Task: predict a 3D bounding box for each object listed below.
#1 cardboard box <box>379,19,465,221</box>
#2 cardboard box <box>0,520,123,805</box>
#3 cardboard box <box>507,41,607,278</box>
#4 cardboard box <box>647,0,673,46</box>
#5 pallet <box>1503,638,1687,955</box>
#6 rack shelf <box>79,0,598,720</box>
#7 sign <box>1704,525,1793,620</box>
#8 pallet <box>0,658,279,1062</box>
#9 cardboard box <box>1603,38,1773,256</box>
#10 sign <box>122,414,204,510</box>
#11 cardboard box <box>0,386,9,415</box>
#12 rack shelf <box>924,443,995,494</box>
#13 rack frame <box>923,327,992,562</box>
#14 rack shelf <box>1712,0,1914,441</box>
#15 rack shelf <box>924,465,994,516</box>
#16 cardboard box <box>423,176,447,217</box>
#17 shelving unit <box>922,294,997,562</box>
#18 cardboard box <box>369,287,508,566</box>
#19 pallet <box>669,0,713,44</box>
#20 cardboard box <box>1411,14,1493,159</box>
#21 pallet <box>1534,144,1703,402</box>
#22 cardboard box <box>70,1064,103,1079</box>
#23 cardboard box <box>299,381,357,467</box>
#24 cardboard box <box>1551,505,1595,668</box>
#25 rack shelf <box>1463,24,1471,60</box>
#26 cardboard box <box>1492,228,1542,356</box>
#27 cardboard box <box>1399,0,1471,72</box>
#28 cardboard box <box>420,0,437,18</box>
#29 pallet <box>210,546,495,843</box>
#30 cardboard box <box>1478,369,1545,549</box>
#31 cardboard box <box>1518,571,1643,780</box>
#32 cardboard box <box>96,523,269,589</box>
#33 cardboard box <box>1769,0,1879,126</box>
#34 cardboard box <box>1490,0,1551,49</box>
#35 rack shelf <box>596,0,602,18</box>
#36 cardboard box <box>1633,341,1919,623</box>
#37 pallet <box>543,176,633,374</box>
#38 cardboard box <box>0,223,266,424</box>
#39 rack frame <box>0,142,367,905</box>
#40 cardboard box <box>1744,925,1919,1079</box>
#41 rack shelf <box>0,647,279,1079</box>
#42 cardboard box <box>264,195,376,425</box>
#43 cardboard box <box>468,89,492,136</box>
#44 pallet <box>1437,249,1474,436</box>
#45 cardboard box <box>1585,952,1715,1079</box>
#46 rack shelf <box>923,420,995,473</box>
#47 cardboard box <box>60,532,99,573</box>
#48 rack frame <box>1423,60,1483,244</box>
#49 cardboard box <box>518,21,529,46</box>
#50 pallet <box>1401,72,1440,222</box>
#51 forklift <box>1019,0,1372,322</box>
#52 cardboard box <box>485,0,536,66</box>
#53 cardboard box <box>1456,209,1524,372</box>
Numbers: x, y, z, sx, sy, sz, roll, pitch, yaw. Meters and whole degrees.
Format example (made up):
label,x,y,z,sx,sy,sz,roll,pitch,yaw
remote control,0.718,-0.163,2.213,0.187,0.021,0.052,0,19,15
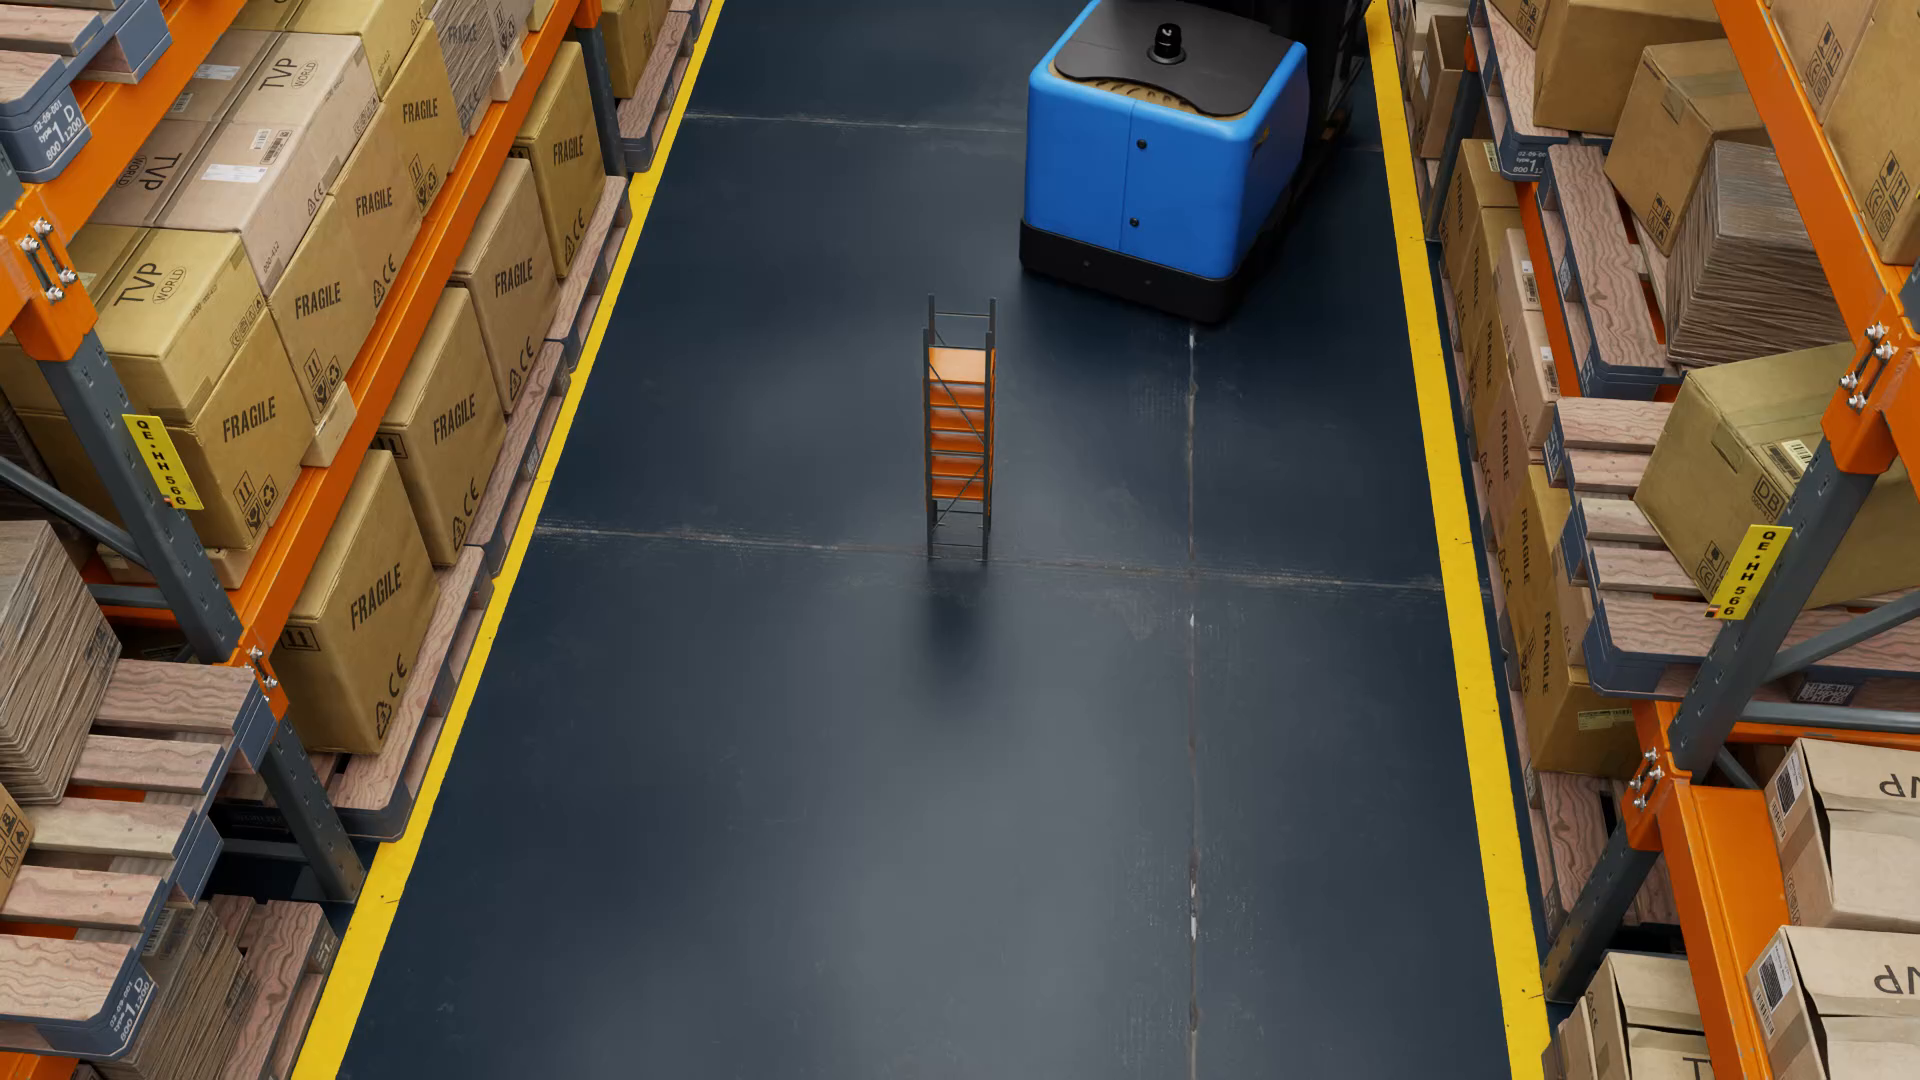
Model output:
label,x,y,z,sx,sy,sz,roll,pitch,yaw
cardboard box,-2.094,-1.470,5.779,0.500,0.500,0.500,5,48,5
cardboard box,-2.569,0.307,4.071,0.700,0.500,0.500,-1,48,-1
cardboard box,-2.102,-1.726,7.468,0.750,0.750,0.750,4,48,4
cardboard box,-1.952,-3.006,8.876,0.700,0.500,0.500,3,48,3
pallet,2.503,0.868,5.813,1.003,0.211,1.213,4,48,4
rack shelf,-2.354,-1.084,6.196,1.077,0.370,4.000,4,48,4
sign,1.856,0.080,3.913,0.100,0.325,0.005,4,48,4
pallet,-2.495,0.738,4.172,1.213,0.211,1.003,4,48,4
cardboard box,2.662,-1.339,5.590,0.700,0.500,0.500,-7,48,-6
sign,-1.995,-0.192,4.161,0.100,0.325,0.005,4,48,4
cardboard box,-2.753,-0.602,4.477,0.500,0.250,0.500,5,48,5
rack shelf,-0.001,-0.283,6.419,0.258,0.103,0.180,4,48,4
rack frame,-0.010,-0.327,6.236,0.240,1.200,0.006,4,48,4
rack shelf,2.579,-1.766,4.787,1.077,0.370,4.000,4,48,4
rack shelf,-0.001,-0.202,6.507,0.258,0.103,0.180,4,48,4
cardboard box,-2.116,-1.326,6.087,0.380,0.149,0.250,5,48,5
shelving unit,-0.001,-0.394,6.298,0.258,1.200,0.189,4,48,4
cardboard box,-2.252,-0.448,6.299,0.750,0.750,0.750,4,48,3
pallet,-1.916,-3.308,9.632,1.003,0.211,1.213,4,48,4
cardboard box,2.531,-2.209,8.133,0.500,0.500,0.500,4,48,4
pallet,2.570,-0.891,5.662,1.003,0.211,1.213,4,48,4
cardboard box,-2.713,1.741,4.520,0.700,0.500,0.500,4,48,3
cardboard box,-2.135,-0.380,5.221,0.380,0.149,0.250,5,48,5
cardboard box,2.250,0.171,5.449,0.500,0.250,0.500,6,48,5
rack shelf,2.944,-3.693,8.582,1.077,0.370,4.000,4,48,4
cardboard box,2.384,-0.950,6.474,0.500,0.250,0.500,4,48,4
cardboard box,2.599,-2.696,8.707,0.500,0.311,0.500,4,48,4
cardboard box,-2.062,-2.080,5.829,0.500,0.250,0.500,5,48,4
pallet,-2.389,0.510,6.141,1.003,0.211,1.213,4,48,4
cardboard box,2.338,-0.301,6.388,0.500,0.500,0.500,2,48,2
cardboard box,2.249,0.465,5.687,0.500,0.500,0.500,6,48,5
cardboard box,-2.276,-0.005,4.879,0.380,0.149,0.250,3,48,3
cardboard box,2.450,-1.270,3.779,0.910,0.500,0.500,4,48,4
cardboard box,2.496,-2.308,6.476,0.700,0.500,0.500,-11,48,-10
rack shelf,-1.989,-4.023,8.885,1.077,0.370,4.000,4,48,4
cardboard box,2.342,-0.173,4.523,0.700,0.500,0.500,-11,48,-10
pallet,-2.167,-1.283,7.781,1.003,0.211,1.213,4,48,4
cardboard box,-2.235,-0.589,4.464,0.500,0.250,0.500,5,48,4
rack frame,-2.536,0.143,4.587,1.000,3.000,0.127,4,48,4
cardboard box,2.123,1.148,3.728,0.500,0.311,0.500,3,48,3
rack shelf,-2.719,1.855,3.508,1.077,0.370,4.000,4,48,4
cardboard box,-2.180,-0.722,5.095,0.500,0.500,0.500,5,48,5
cardboard box,-2.043,-1.703,6.432,0.380,0.149,0.250,4,48,4
pallet,2.725,-0.925,7.453,1.003,0.211,1.213,4,48,4
cardboard box,2.057,1.435,4.603,0.500,0.311,0.500,5,48,5
rack shelf,-0.001,-0.364,6.330,0.258,0.103,0.180,4,48,4
cardboard box,-2.762,-0.036,4.906,0.380,0.149,0.250,5,48,4
rack frame,2.762,-2.466,6.973,1.000,3.000,0.127,4,48,4
cardboard box,-1.989,-2.077,6.773,0.380,0.149,0.250,5,48,5
pallet,2.825,-2.029,8.463,1.003,0.211,1.213,4,48,4
forklift,1.381,-3.076,7.577,1.130,2.935,3.031,20,51,17
cardboard box,-1.999,-2.206,6.452,0.500,0.500,0.500,4,48,4
cardboard box,2.437,-1.039,7.063,0.500,0.500,0.500,4,48,4
